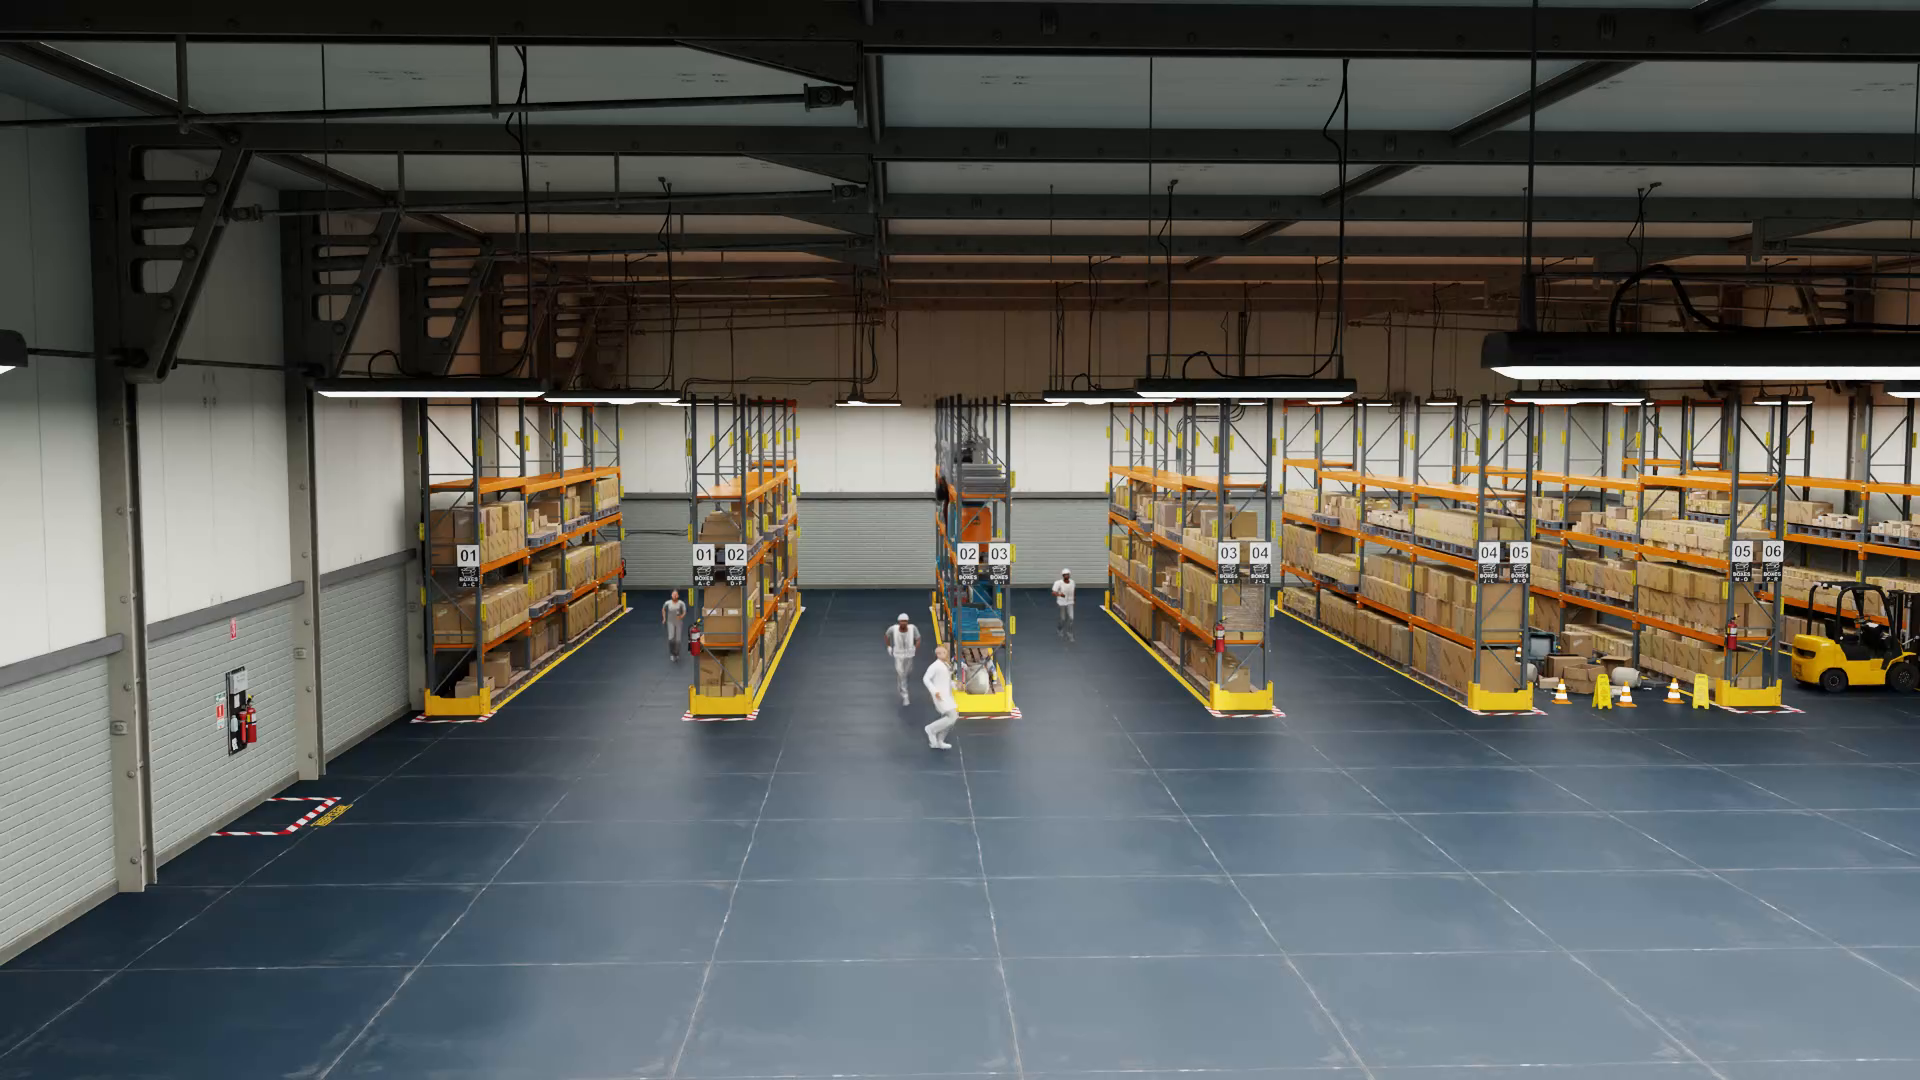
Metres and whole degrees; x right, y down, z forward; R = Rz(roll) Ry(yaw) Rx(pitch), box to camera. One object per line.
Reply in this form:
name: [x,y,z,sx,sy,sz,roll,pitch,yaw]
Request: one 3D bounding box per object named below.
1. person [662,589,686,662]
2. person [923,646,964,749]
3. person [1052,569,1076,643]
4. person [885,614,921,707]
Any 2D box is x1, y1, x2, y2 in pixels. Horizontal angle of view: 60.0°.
person: [-6.454,1.932,37.594,0.533,1.651,0.750,-1,5,-11]
person: [-0.255,2.649,27.960,0.631,1.725,0.713,1,5,18]
person: [2.584,1.611,41.108,0.678,1.817,0.803,-1,5,-12]
person: [-1.114,2.292,32.526,0.683,1.772,1.132,-1,5,-12]
